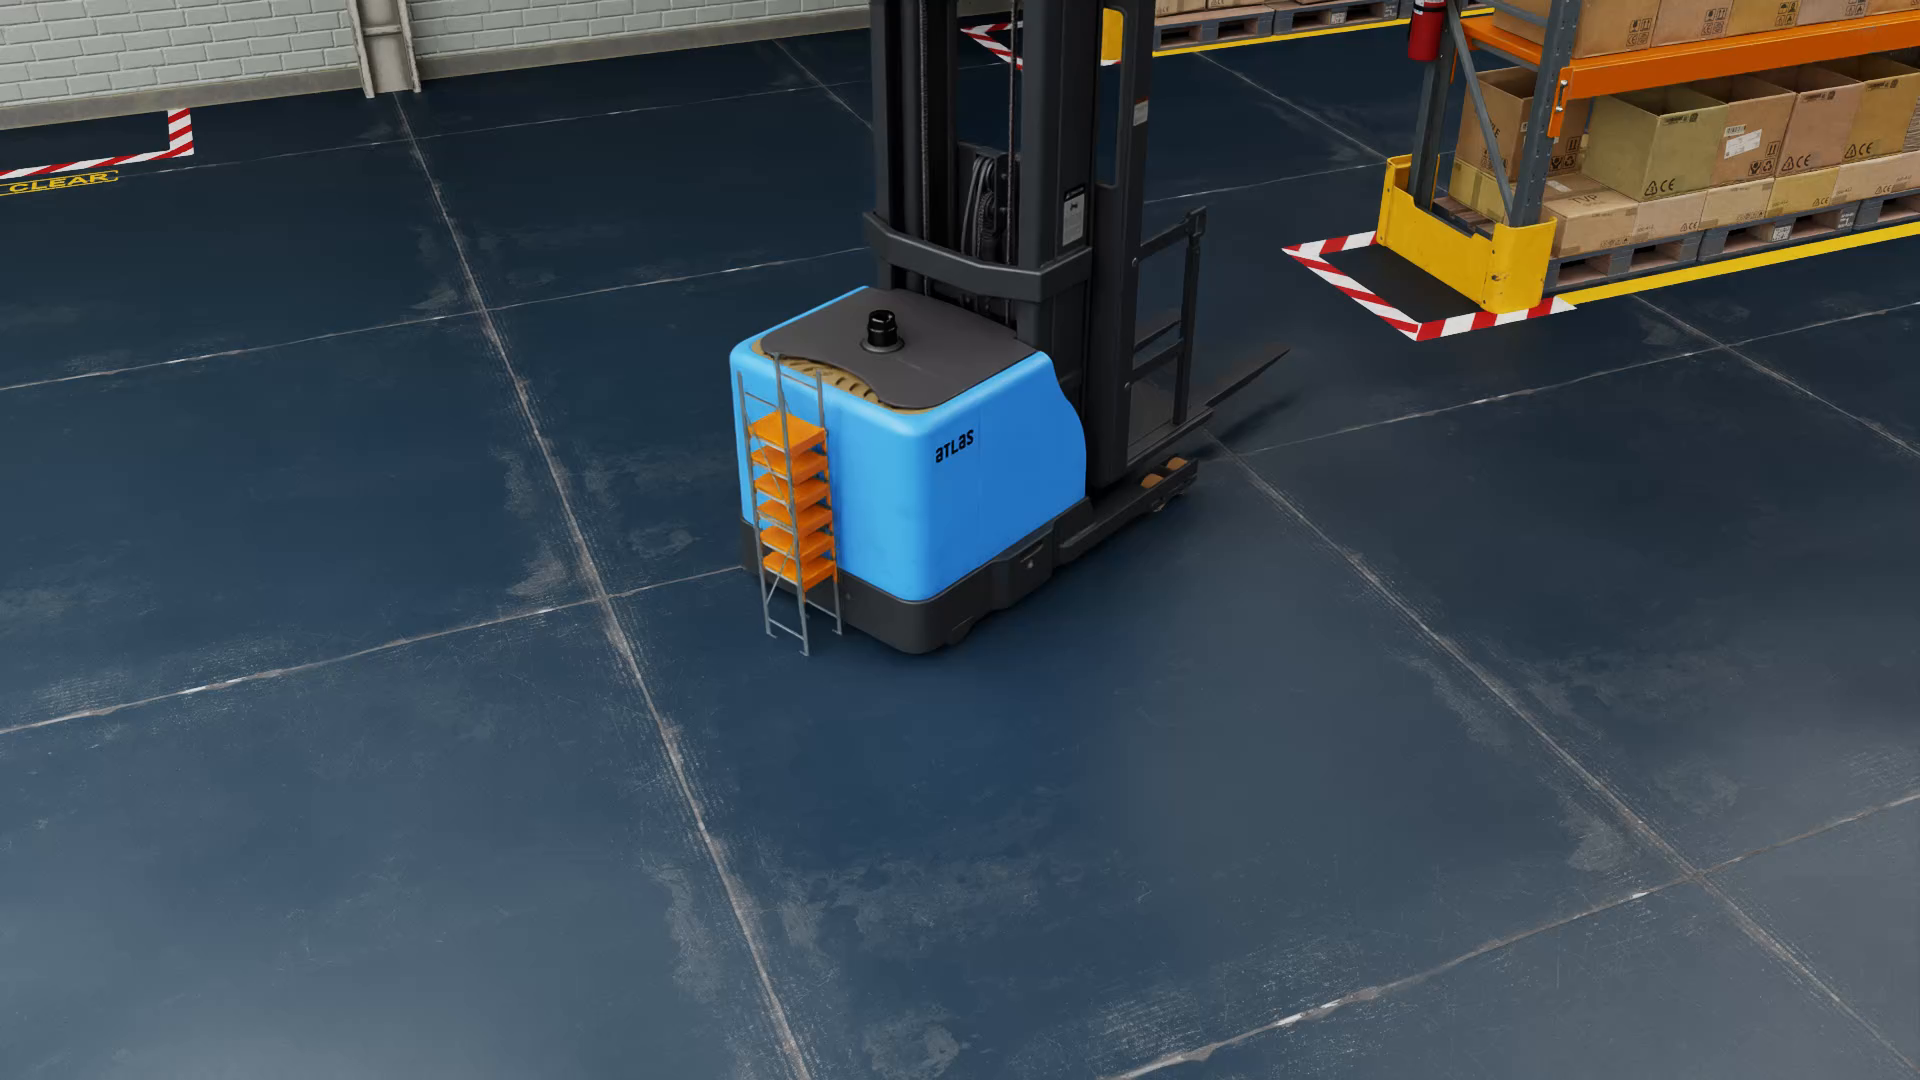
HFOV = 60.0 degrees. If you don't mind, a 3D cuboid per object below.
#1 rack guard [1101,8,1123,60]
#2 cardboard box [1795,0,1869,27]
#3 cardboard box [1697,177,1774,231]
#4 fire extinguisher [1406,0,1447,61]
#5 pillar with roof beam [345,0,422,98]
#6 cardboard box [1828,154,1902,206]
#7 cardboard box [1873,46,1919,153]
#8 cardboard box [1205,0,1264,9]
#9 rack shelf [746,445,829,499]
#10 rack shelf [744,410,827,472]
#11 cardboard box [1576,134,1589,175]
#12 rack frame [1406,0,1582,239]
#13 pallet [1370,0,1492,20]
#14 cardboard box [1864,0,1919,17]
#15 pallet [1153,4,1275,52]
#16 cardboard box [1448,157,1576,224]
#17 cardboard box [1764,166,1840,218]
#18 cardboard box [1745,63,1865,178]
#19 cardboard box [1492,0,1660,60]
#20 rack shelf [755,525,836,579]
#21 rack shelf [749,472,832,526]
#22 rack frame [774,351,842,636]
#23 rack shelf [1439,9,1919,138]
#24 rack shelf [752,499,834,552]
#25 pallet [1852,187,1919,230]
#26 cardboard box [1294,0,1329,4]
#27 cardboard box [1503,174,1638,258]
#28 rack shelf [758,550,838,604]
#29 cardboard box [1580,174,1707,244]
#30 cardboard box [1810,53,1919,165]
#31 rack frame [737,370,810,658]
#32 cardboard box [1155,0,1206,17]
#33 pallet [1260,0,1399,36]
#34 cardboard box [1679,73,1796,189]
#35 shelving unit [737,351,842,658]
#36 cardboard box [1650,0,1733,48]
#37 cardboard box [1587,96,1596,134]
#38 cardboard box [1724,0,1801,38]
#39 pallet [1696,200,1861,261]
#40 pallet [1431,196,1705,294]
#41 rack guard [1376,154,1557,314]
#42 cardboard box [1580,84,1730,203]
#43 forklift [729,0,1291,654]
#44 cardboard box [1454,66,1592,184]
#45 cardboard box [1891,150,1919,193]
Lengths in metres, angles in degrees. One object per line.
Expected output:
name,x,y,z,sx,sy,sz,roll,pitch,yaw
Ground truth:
rack guard,1.043,-4.285,13.378,0.348,0.500,1.175,-13,35,-19
cardboard box,4.756,-3.289,9.463,0.500,0.500,0.700,-12,35,-18
cardboard box,4.395,-2.064,9.808,0.500,0.250,0.500,-13,35,-19
fire extinguisher,2.605,-3.003,9.186,0.183,0.674,0.296,-13,35,-19
pillar with roof beam,-2.582,-4.983,6.657,0.400,9.000,9.100,-13,35,-19
cardboard box,5.319,-2.273,10.130,0.500,0.250,0.500,-13,35,-19
cardboard box,5.773,-2.702,10.100,0.500,0.500,0.500,-13,35,-19
cardboard box,2.171,-4.595,13.624,0.500,0.311,0.500,-10,34,-15
rack shelf,-0.642,-0.276,6.209,0.258,0.103,0.180,26,43,34
rack shelf,-0.645,-0.374,6.141,0.258,0.103,0.180,26,43,34
cardboard box,3.730,-2.224,10.053,0.500,0.250,0.500,-13,35,-19
rack frame,2.894,-2.827,8.844,0.127,3.000,1.000,-13,35,-19
pallet,4.055,-4.833,14.484,1.213,0.211,1.003,-13,35,-19
cardboard box,5.227,-3.398,9.630,0.500,0.500,0.700,-12,35,-18
pallet,1.806,-4.318,13.693,1.213,0.211,1.003,-13,35,-19
cardboard box,3.274,-2.112,9.882,0.500,0.250,0.500,-13,35,-19
cardboard box,4.858,-2.167,9.967,0.500,0.250,0.500,-13,35,-19
cardboard box,4.859,-2.481,9.762,0.500,0.500,0.500,-13,35,-19
cardboard box,3.329,-2.961,8.958,0.500,0.500,0.700,-13,35,-19
rack shelf,-0.633,0.020,6.414,0.258,0.103,0.180,26,43,34
rack shelf,-0.639,-0.177,6.277,0.258,0.103,0.180,26,43,34
rack frame,-0.577,-0.155,6.376,0.240,1.200,0.006,26,43,34
rack shelf,4.738,-2.947,9.689,4.000,0.370,1.077,-13,35,-19
rack shelf,-0.636,-0.078,6.346,0.258,0.103,0.180,26,43,34
pallet,5.833,-2.356,10.677,1.213,0.211,1.003,-13,35,-19
cardboard box,2.867,-4.804,13.772,0.500,0.500,0.700,-15,36,-22
cardboard box,3.474,-1.852,9.481,0.500,0.250,0.500,-13,35,-19
rack shelf,-0.630,0.119,6.482,0.258,0.103,0.180,26,43,34
cardboard box,3.934,-1.959,9.647,0.500,0.250,0.500,-13,35,-19
cardboard box,5.314,-2.594,9.935,0.500,0.500,0.500,-13,35,-19
rack frame,-0.698,-0.075,6.265,0.240,1.200,0.006,26,43,34
cardboard box,1.646,-4.475,13.439,0.500,0.311,0.500,-17,37,-24
pallet,2.929,-4.573,14.085,1.213,0.211,1.003,-13,35,-19
cardboard box,4.391,-2.384,9.613,0.500,0.500,0.500,-13,35,-19
shelving unit,-0.638,-0.115,6.320,0.258,1.200,0.189,26,43,34
cardboard box,3.812,-3.074,9.132,0.500,0.500,0.700,-12,35,-18
cardboard box,4.189,-2.646,10.015,0.500,0.500,0.500,-13,35,-19
cardboard box,4.272,-3.176,9.289,0.500,0.500,0.700,-13,35,-19
pallet,4.706,-2.096,10.278,1.213,0.211,1.003,-13,35,-19
pallet,3.583,-1.840,9.885,1.213,0.211,1.003,-13,35,-19
rack guard,2.872,-1.774,9.518,0.348,0.500,1.175,-13,35,-19
cardboard box,3.935,-2.272,9.441,0.500,0.500,0.500,-13,35,-19
forklift,0.429,-1.516,6.892,1.130,2.935,3.031,25,41,33
cardboard box,3.273,-2.427,9.679,0.500,0.500,0.500,-13,35,-19
cardboard box,5.774,-2.386,10.303,0.500,0.250,0.500,-13,35,-19
